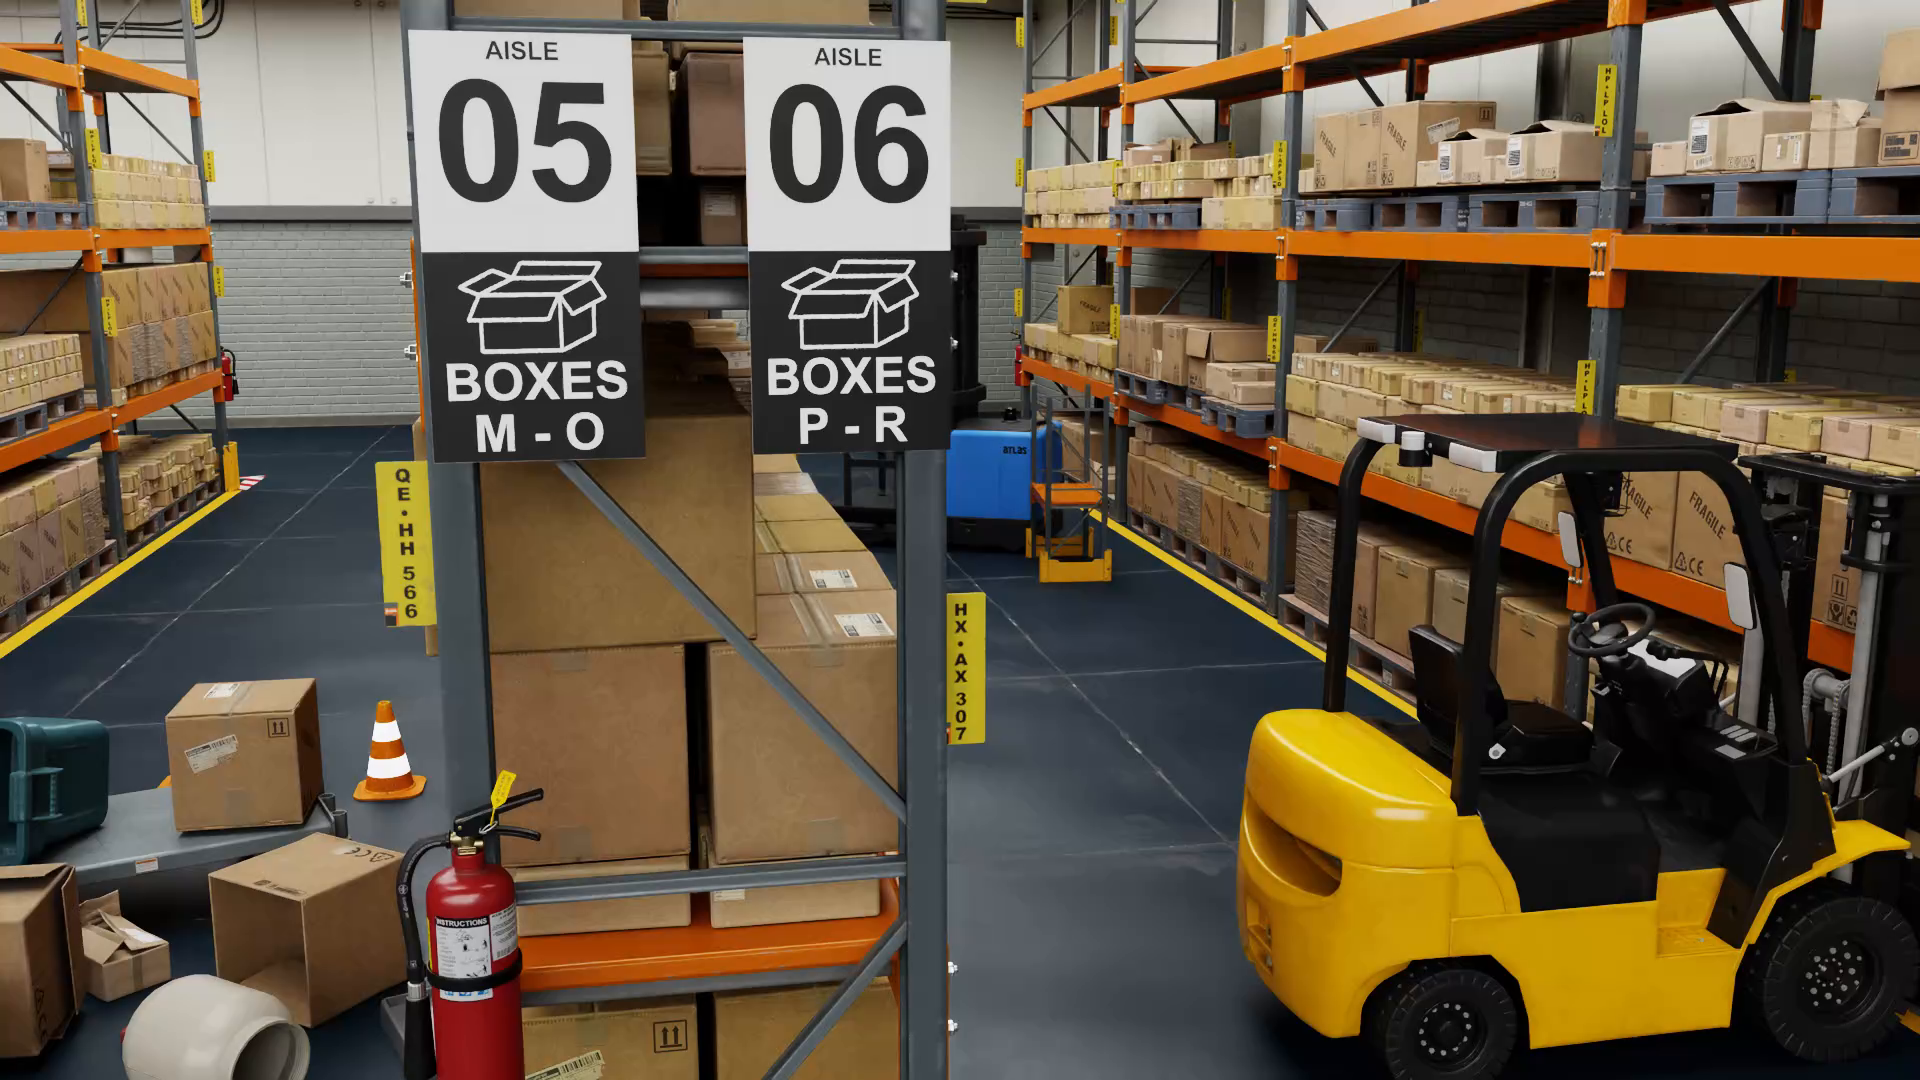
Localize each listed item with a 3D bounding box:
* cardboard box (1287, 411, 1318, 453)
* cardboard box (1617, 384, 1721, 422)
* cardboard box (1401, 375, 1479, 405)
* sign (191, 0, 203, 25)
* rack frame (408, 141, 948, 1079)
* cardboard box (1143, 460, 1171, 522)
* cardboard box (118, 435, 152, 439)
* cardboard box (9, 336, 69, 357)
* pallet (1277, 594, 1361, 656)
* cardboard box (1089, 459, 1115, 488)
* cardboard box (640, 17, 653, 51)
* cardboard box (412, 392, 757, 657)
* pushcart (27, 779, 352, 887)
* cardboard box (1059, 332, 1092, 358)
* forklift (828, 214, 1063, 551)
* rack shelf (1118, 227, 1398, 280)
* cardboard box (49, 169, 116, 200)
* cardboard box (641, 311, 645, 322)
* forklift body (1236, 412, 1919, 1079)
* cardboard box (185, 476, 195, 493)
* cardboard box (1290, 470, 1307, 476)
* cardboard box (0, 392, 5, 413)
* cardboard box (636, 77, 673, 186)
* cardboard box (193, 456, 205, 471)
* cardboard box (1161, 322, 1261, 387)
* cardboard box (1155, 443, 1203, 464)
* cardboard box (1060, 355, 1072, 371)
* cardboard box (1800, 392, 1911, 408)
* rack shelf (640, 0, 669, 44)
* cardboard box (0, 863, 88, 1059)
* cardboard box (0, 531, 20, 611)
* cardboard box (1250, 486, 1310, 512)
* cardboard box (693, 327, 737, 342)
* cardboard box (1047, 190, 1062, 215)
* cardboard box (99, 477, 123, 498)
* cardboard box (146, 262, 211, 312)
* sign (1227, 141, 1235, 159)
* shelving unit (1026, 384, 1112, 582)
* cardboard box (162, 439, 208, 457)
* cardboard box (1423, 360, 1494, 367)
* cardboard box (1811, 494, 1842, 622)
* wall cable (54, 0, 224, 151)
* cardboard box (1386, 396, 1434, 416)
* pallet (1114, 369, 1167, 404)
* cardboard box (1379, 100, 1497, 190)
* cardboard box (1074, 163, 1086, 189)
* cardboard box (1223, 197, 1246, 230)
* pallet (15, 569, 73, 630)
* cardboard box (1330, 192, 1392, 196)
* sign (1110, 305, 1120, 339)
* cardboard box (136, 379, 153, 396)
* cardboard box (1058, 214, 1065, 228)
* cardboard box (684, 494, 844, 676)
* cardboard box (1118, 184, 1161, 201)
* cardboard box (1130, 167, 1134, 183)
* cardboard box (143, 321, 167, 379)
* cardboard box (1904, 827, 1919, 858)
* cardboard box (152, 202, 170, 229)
[{"bbox_3d":[2.630,-0.768,11.666,0.500,0.250,0.500,-2,11,-11],"label":"cardboard box"},{"bbox_3d":[3.333,-0.643,7.810,0.380,0.149,0.250,-2,11,-10],"label":"cardboard box"},{"bbox_3d":[2.872,-0.900,9.955,0.380,0.149,0.250,-2,11,-13],"label":"cardboard box"},{"bbox_3d":[-7.928,-5.520,17.263,0.100,0.325,0.005,-2,11,-11],"label":"sign"},{"bbox_3d":[-0.528,0.716,3.465,1.000,3.000,0.127,-2,11,-11],"label":"rack frame"},{"bbox_3d":[1.992,-0.450,15.155,0.500,0.500,0.500,-2,11,-12],"label":"cardboard box"},{"bbox_3d":[-8.708,-1.009,17.442,0.380,0.149,0.250,-3,11,-14],"label":"cardboard box"},{"bbox_3d":[-7.376,-1.546,13.306,0.380,0.149,0.250,-2,11,-13],"label":"cardboard box"},{"bbox_3d":[2.906,0.590,11.586,1.003,0.211,1.213,-2,11,-11],"label":"pallet"},{"bbox_3d":[1.540,-0.686,17.022,0.396,0.266,0.258,-2,11,-9],"label":"cardboard box"},{"bbox_3d":[-0.963,-1.220,4.156,0.380,0.149,0.250,-2,11,-11],"label":"cardboard box"},{"bbox_3d":[-0.842,-0.056,3.785,0.700,0.500,0.500,-2,11,-12],"label":"cardboard box"},{"bbox_3d":[-3.533,1.363,7.081,1.648,0.377,0.936,-6,13,-31],"label":"pushcart"},{"bbox_3d":[1.372,-2.101,17.870,0.500,0.250,0.500,-2,11,-13],"label":"cardboard box"},{"bbox_3d":[-0.620,-1.472,15.146,3.031,2.935,1.130,3,11,15],"label":"forklift"},{"bbox_3d":[2.395,-2.419,13.840,1.077,0.370,4.000,-2,11,-11],"label":"rack shelf"},{"bbox_3d":[-7.557,-3.029,14.182,0.500,0.250,0.500,-2,11,-9],"label":"cardboard box"},{"bbox_3d":[-2.442,-1.377,11.520,0.500,0.500,0.500,-2,11,-13],"label":"cardboard box"},{"bbox_3d":[2.181,0.670,5.975,2.313,2.155,1.214,-2,11,-11],"label":"forklift body"},{"bbox_3d":[-7.881,-0.552,16.631,0.380,0.149,0.250,-3,11,-14],"label":"cardboard box"},{"bbox_3d":[2.874,-0.482,13.587,0.380,0.149,0.250,-3,11,-14],"label":"cardboard box"},{"bbox_3d":[-7.069,-0.968,11.862,0.380,0.149,0.250,-2,11,-10],"label":"cardboard box"},{"bbox_3d":[-0.976,-1.007,4.100,0.500,0.250,0.500,-2,11,-12],"label":"cardboard box"},{"bbox_3d":[-7.991,-0.790,17.085,0.380,0.149,0.250,-3,11,-13],"label":"cardboard box"},{"bbox_3d":[2.134,-1.586,14.168,0.700,0.500,0.500,-2,11,-11],"label":"cardboard box"},{"bbox_3d":[2.005,-0.793,15.221,0.380,0.149,0.250,-3,11,-14],"label":"cardboard box"},{"bbox_3d":[1.296,-1.920,17.989,0.380,0.149,0.250,-2,11,-10],"label":"cardboard box"},{"bbox_3d":[3.993,-0.569,7.422,0.380,0.149,0.250,-2,11,-12],"label":"cardboard box"},{"bbox_3d":[-1.695,-2.782,8.791,1.077,0.370,4.000,-2,11,-11],"label":"rack shelf"},{"bbox_3d":[-3.543,1.474,5.794,0.797,0.637,0.503,-2,11,-11],"label":"cardboard box"},{"bbox_3d":[-6.909,0.238,11.540,0.500,0.500,0.500,-2,11,-10],"label":"cardboard box"},{"bbox_3d":[2.439,-0.311,12.687,0.380,0.149,0.250,-3,11,-14],"label":"cardboard box"},{"bbox_3d":[-1.363,-1.032,8.731,0.380,0.149,0.250,-1,11,-8],"label":"cardboard box"},{"bbox_3d":[1.252,-3.667,18.080,0.500,0.250,0.500,-2,11,-13],"label":"cardboard box"},{"bbox_3d":[-7.562,-0.455,14.529,0.380,0.149,0.250,-2,11,-9],"label":"cardboard box"},{"bbox_3d":[-8.143,-2.631,17.316,0.500,0.500,0.500,-2,11,-12],"label":"cardboard box"},{"bbox_3d":[2.549,-3.608,15.724,0.100,0.325,0.005,-2,11,-11],"label":"sign"},{"bbox_3d":[0.901,-0.499,13.860,0.587,1.500,1.083,-1,11,-4],"label":"shelving unit"},{"bbox_3d":[-7.957,-0.939,17.071,0.380,0.149,0.250,-2,11,-12],"label":"cardboard box"},{"bbox_3d":[3.313,-1.112,11.066,0.380,0.149,0.250,-2,11,-12],"label":"cardboard box"},{"bbox_3d":[3.609,0.031,6.798,0.500,0.500,0.500,-2,11,-12],"label":"cardboard box"},{"bbox_3d":[-11.080,-7.548,22.235,2.277,5.999,0.120,-2,11,-11],"label":"wall cable"},{"bbox_3d":[2.935,-0.733,10.141,0.500,0.250,0.500,-2,11,-10],"label":"cardboard box"},{"bbox_3d":[2.054,-1.421,15.208,1.003,0.211,1.213,-2,11,-11],"label":"pallet"},{"bbox_3d":[2.884,-2.382,10.062,0.500,0.500,0.500,-2,11,-10],"label":"cardboard box"},{"bbox_3d":[1.474,-3.727,17.057,0.500,0.250,0.500,-2,11,-10],"label":"cardboard box"},{"bbox_3d":[2.347,-2.510,12.792,0.500,0.250,0.500,-2,11,-11],"label":"cardboard box"},{"bbox_3d":[-7.305,0.451,12.318,1.003,0.211,1.213,-2,11,-11],"label":"pallet"},{"bbox_3d":[2.947,-2.604,12.220,0.380,0.149,0.250,-2,11,-10],"label":"cardboard box"},{"bbox_3d":[1.475,-2.070,15.789,0.100,0.325,0.005,-2,11,-11],"label":"sign"},{"bbox_3d":[-7.691,-1.417,15.345,0.380,0.149,0.250,-2,11,-10],"label":"cardboard box"},{"bbox_3d":[1.265,-3.398,17.731,0.380,0.149,0.250,-2,11,-11],"label":"cardboard box"},{"bbox_3d":[-0.660,0.143,5.415,0.500,0.500,0.500,-2,11,-12],"label":"cardboard box"},{"bbox_3d":[1.674,-3.202,15.311,0.380,0.149,0.250,-2,11,-10],"label":"cardboard box"},{"bbox_3d":[1.755,-3.301,15.032,0.380,0.149,0.250,-2,11,-10],"label":"cardboard box"},{"bbox_3d":[-7.713,-1.766,15.441,0.500,0.500,0.500,-2,11,-12],"label":"cardboard box"},{"bbox_3d":[3.730,1.170,5.976,0.500,0.250,0.500,-2,11,-12],"label":"cardboard box"},{"bbox_3d":[-7.816,-3.064,15.706,0.500,0.250,0.500,-2,11,-8],"label":"cardboard box"}]
